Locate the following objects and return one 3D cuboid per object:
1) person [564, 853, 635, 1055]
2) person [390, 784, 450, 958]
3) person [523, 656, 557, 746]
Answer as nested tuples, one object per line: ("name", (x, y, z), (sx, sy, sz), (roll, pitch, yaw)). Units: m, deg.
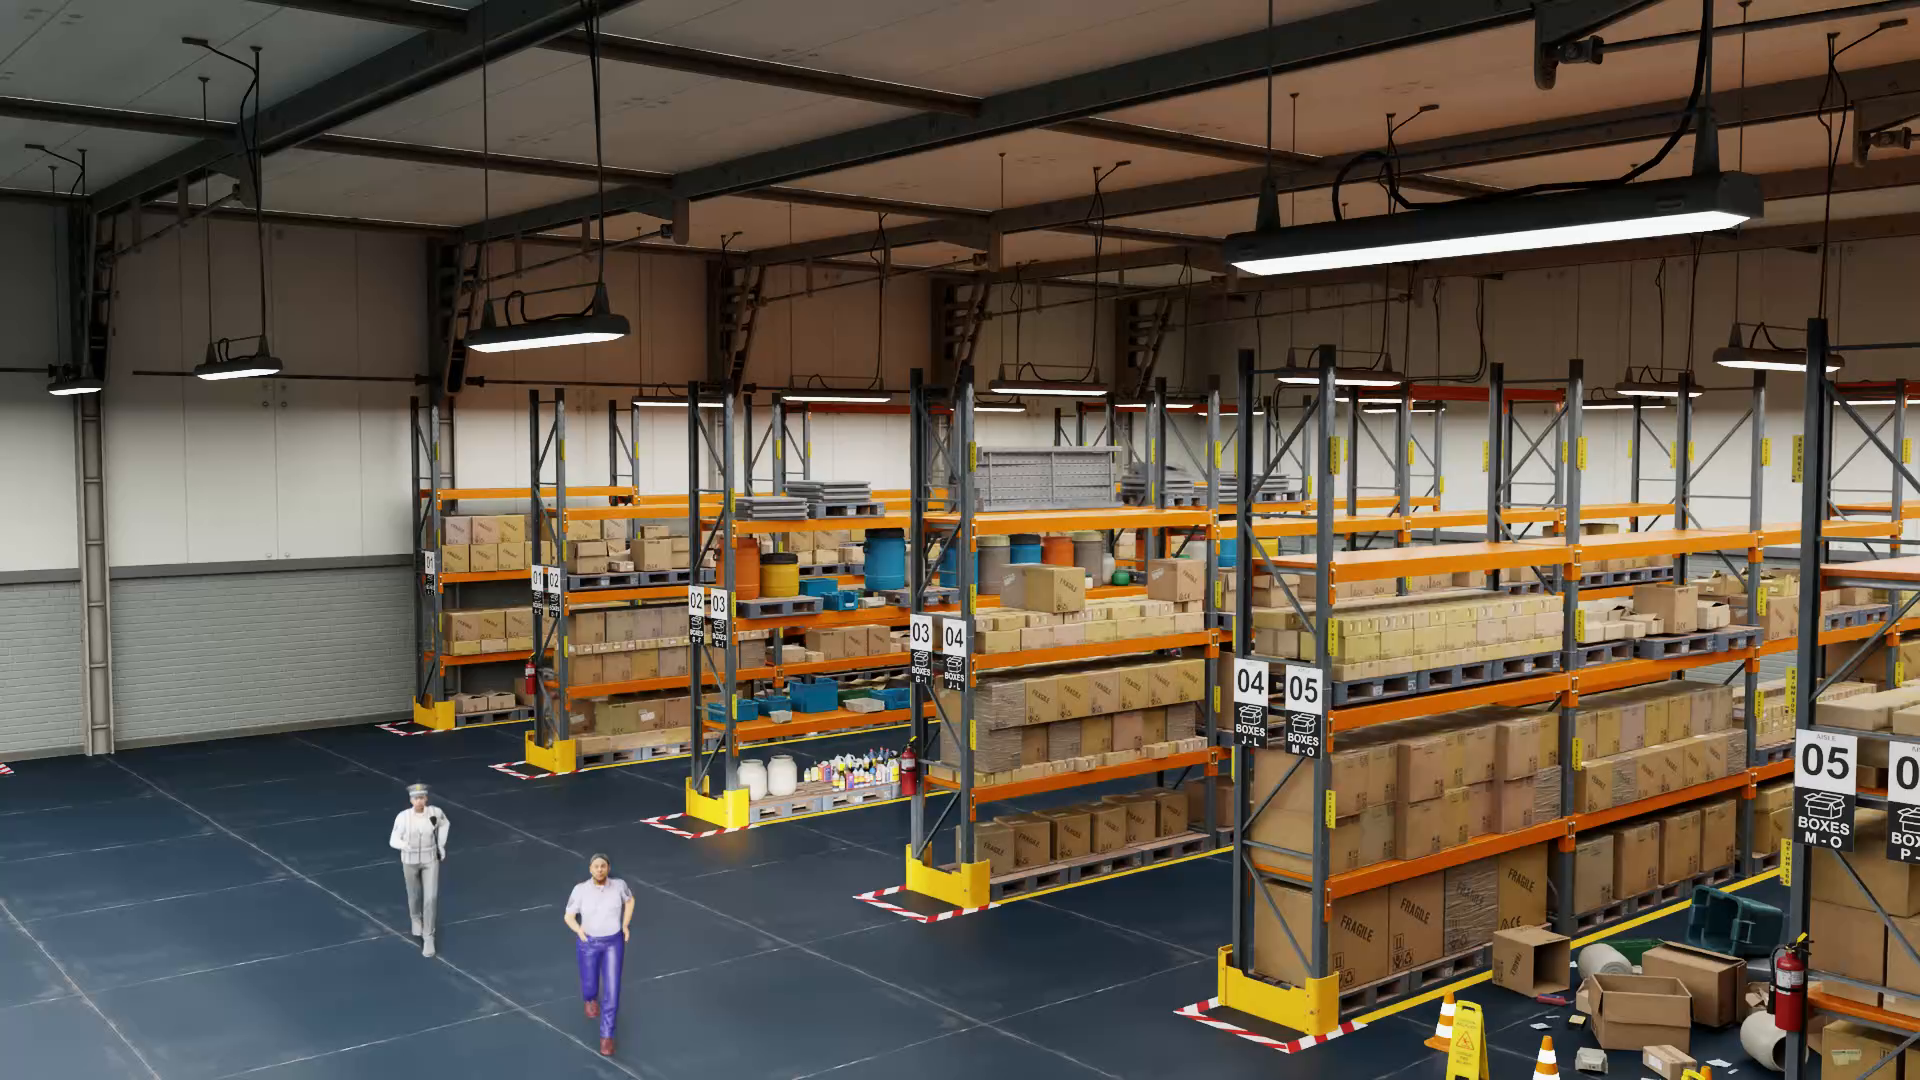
("person", (-3.095, 3.507, 14.339), (0.607, 1.639, 0.849), (-1, 3, -16))
("person", (-5.515, 3.307, 17.000), (0.574, 1.707, 0.896), (-1, 4, -16))
("person", (-6.994, 2.747, 27.820), (0.560, 1.641, 0.696), (3, 4, 40))
